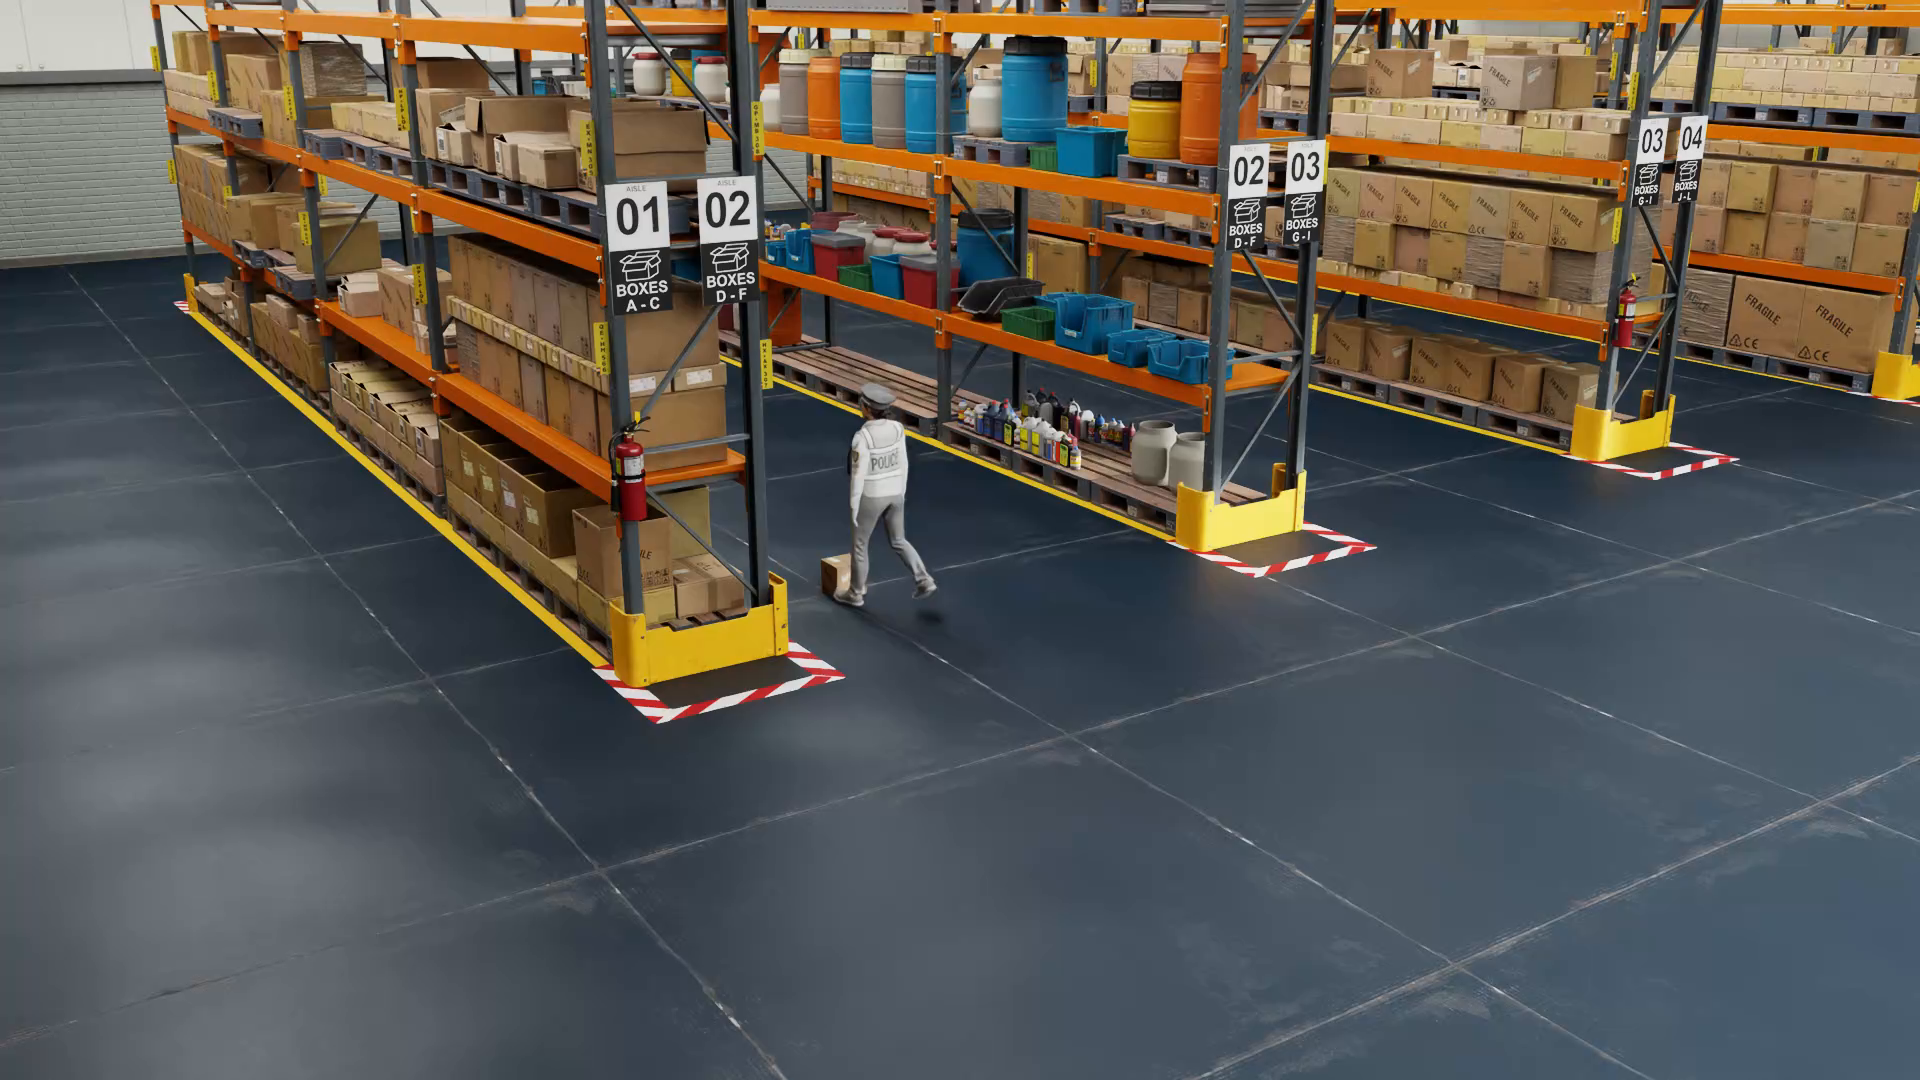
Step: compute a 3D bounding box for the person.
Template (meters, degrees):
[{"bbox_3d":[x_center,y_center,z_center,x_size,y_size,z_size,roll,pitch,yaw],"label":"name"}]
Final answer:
[{"bbox_3d":[-0.573,-0.306,11.890,0.530,1.669,0.777,-14,23,-37],"label":"person"}]
